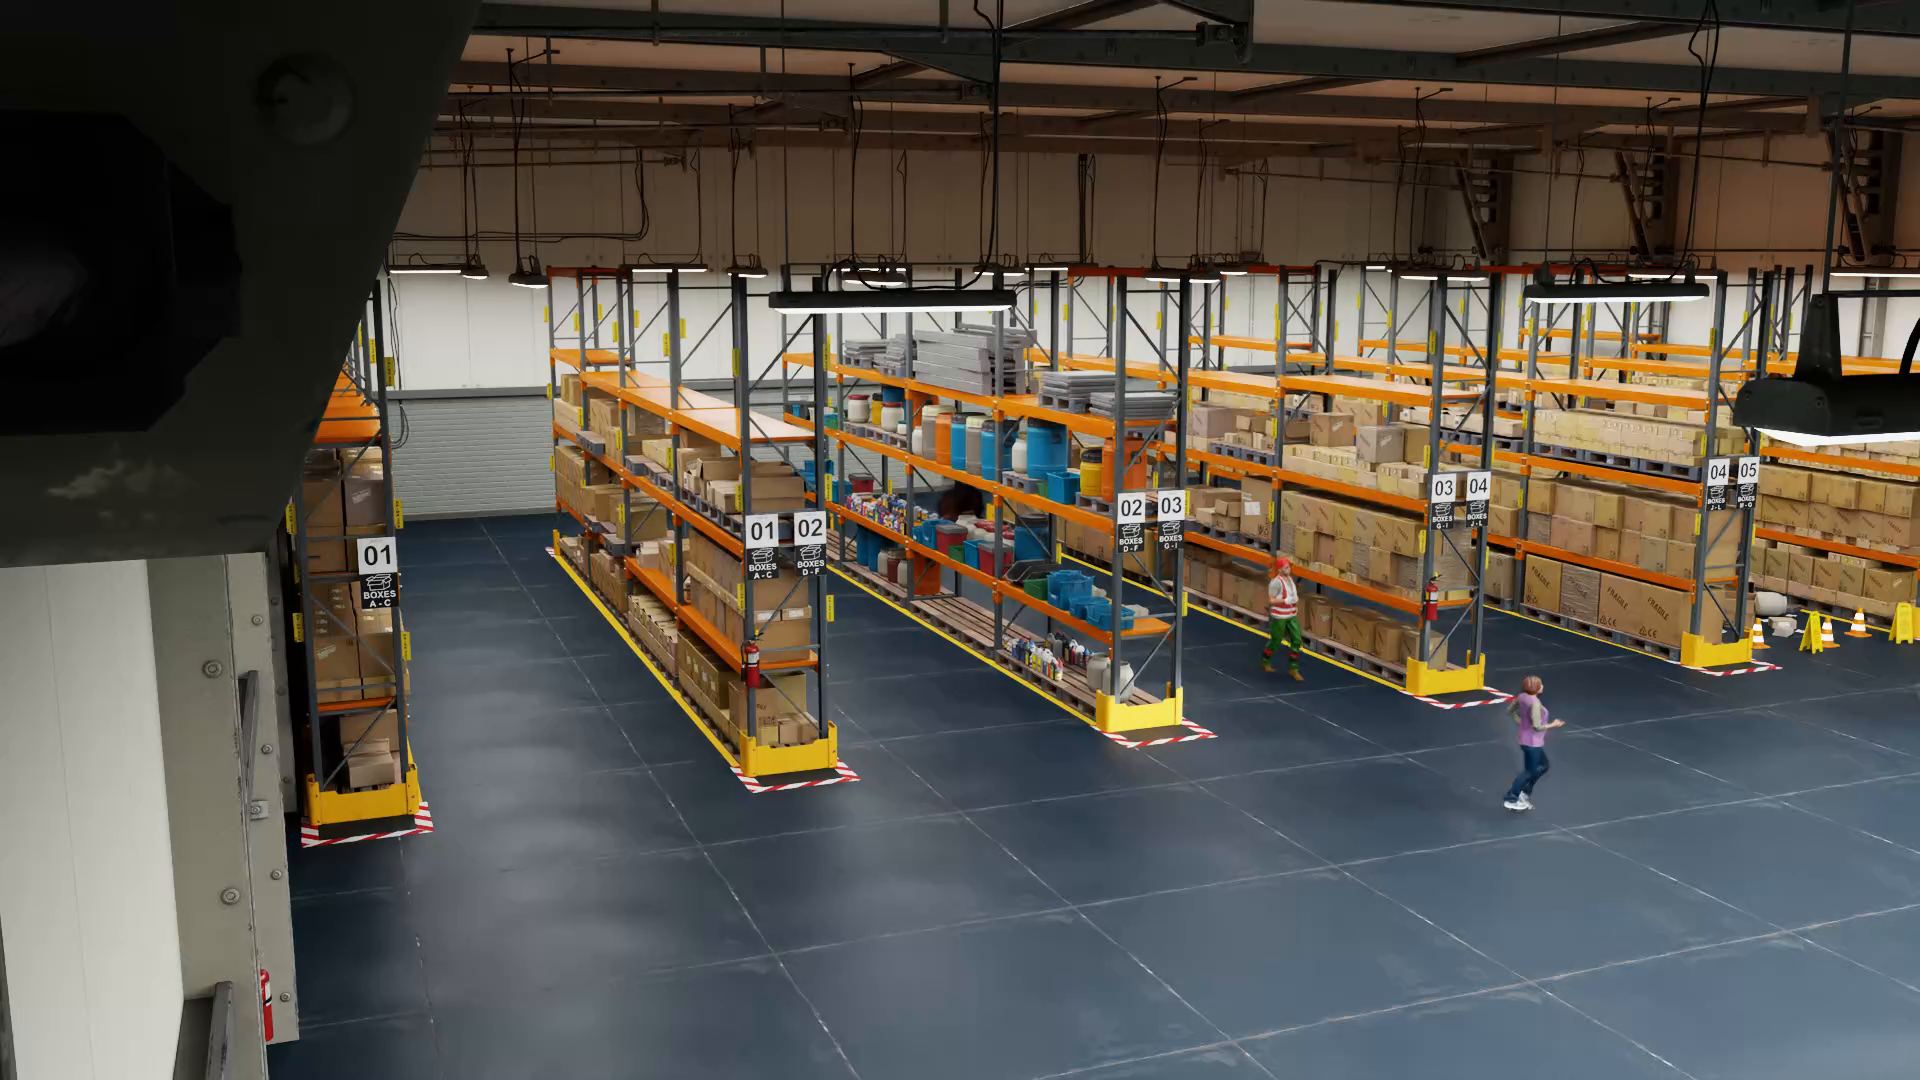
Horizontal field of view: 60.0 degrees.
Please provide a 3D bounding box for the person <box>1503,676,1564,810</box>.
[{"bbox_3d":[6.499,2.307,18.844,0.613,1.592,0.516,1,10,4],"label":"person"}]

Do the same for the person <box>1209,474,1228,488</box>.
[{"bbox_3d":[6.416,-1.812,41.895,1.066,1.674,0.666,-3,10,-18],"label":"person"}]

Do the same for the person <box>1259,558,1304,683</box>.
[{"bbox_3d":[4.797,1.167,24.718,0.635,1.836,0.766,-7,12,-35],"label":"person"}]
